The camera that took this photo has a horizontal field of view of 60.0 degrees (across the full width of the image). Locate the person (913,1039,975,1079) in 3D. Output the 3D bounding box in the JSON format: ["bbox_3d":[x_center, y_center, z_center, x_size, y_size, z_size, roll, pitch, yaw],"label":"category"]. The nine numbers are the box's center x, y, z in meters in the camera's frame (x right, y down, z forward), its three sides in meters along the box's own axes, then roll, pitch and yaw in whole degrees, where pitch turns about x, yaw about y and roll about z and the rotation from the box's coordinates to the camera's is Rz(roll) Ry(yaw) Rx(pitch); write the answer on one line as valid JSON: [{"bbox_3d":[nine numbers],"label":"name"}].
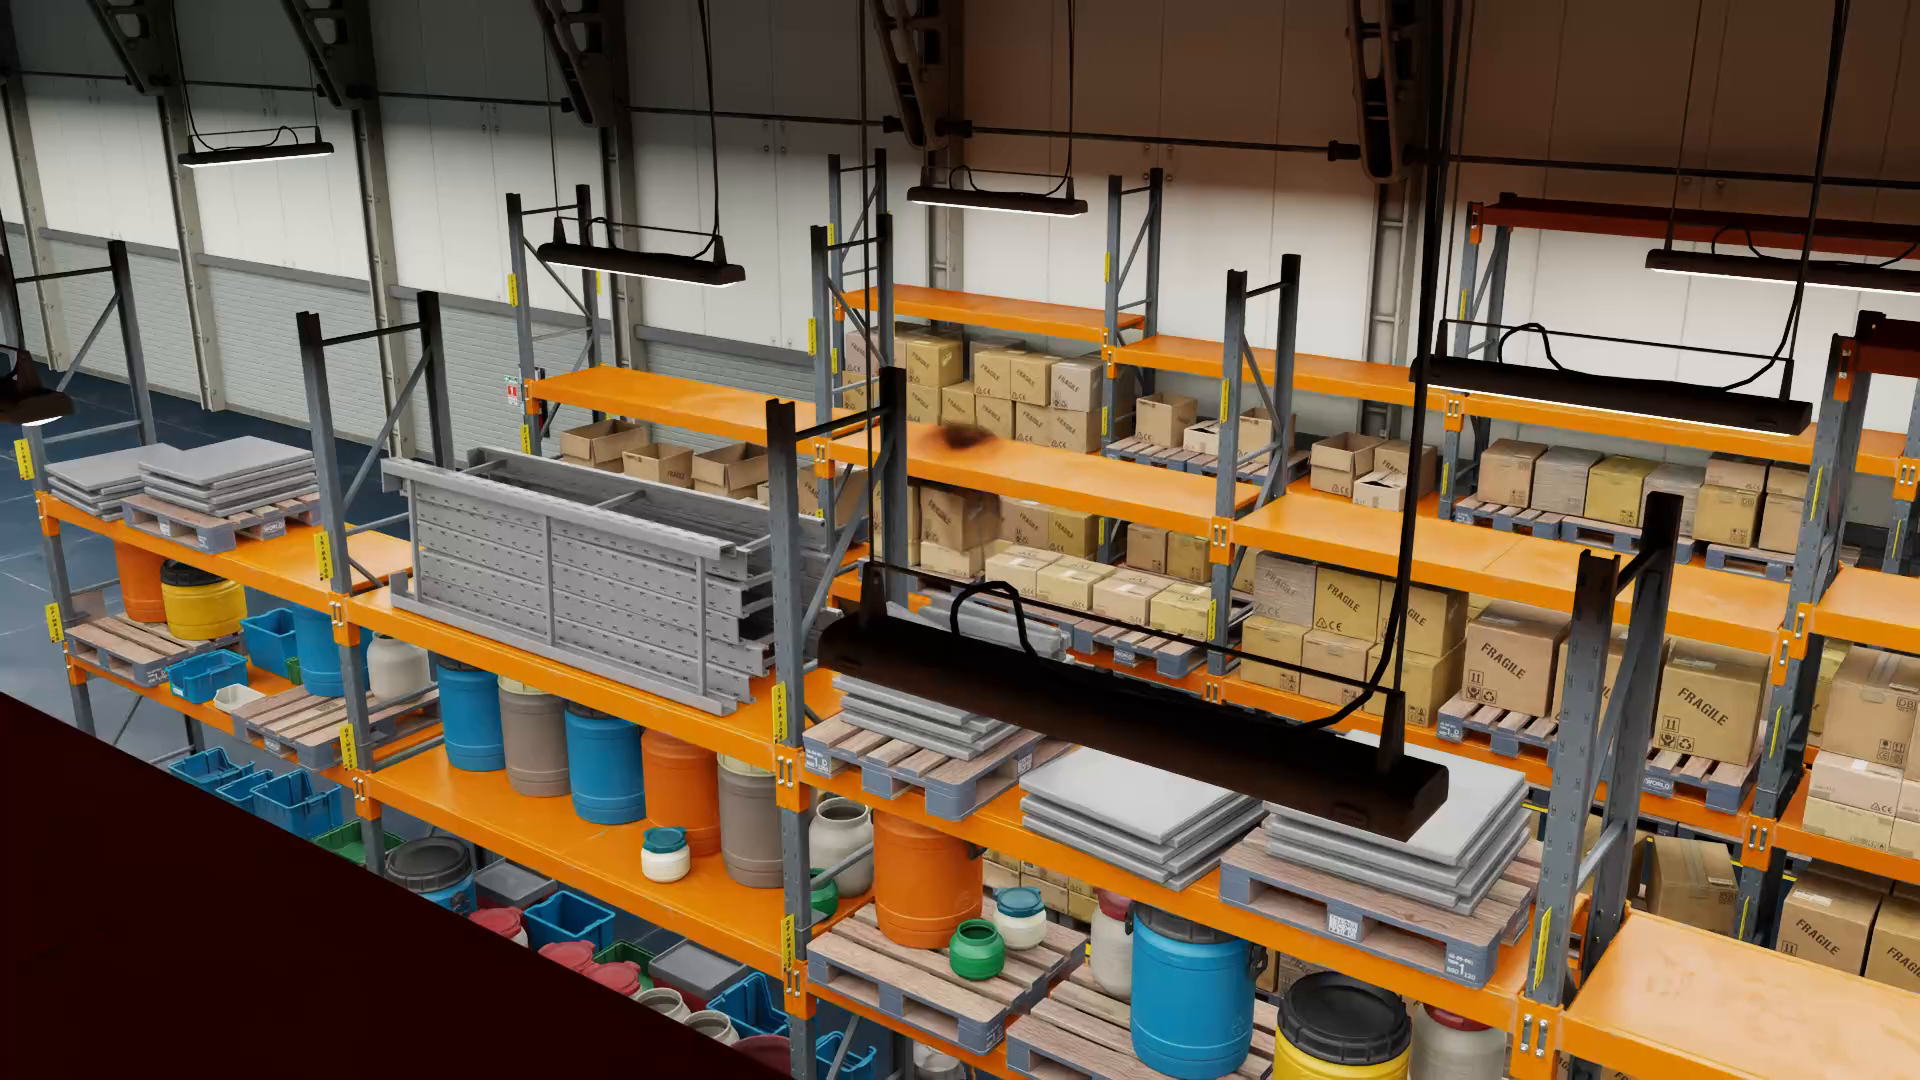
[{"bbox_3d":[-0.170,3.617,11.741,0.834,1.642,0.691,-12,22,-32],"label":"person"}]
